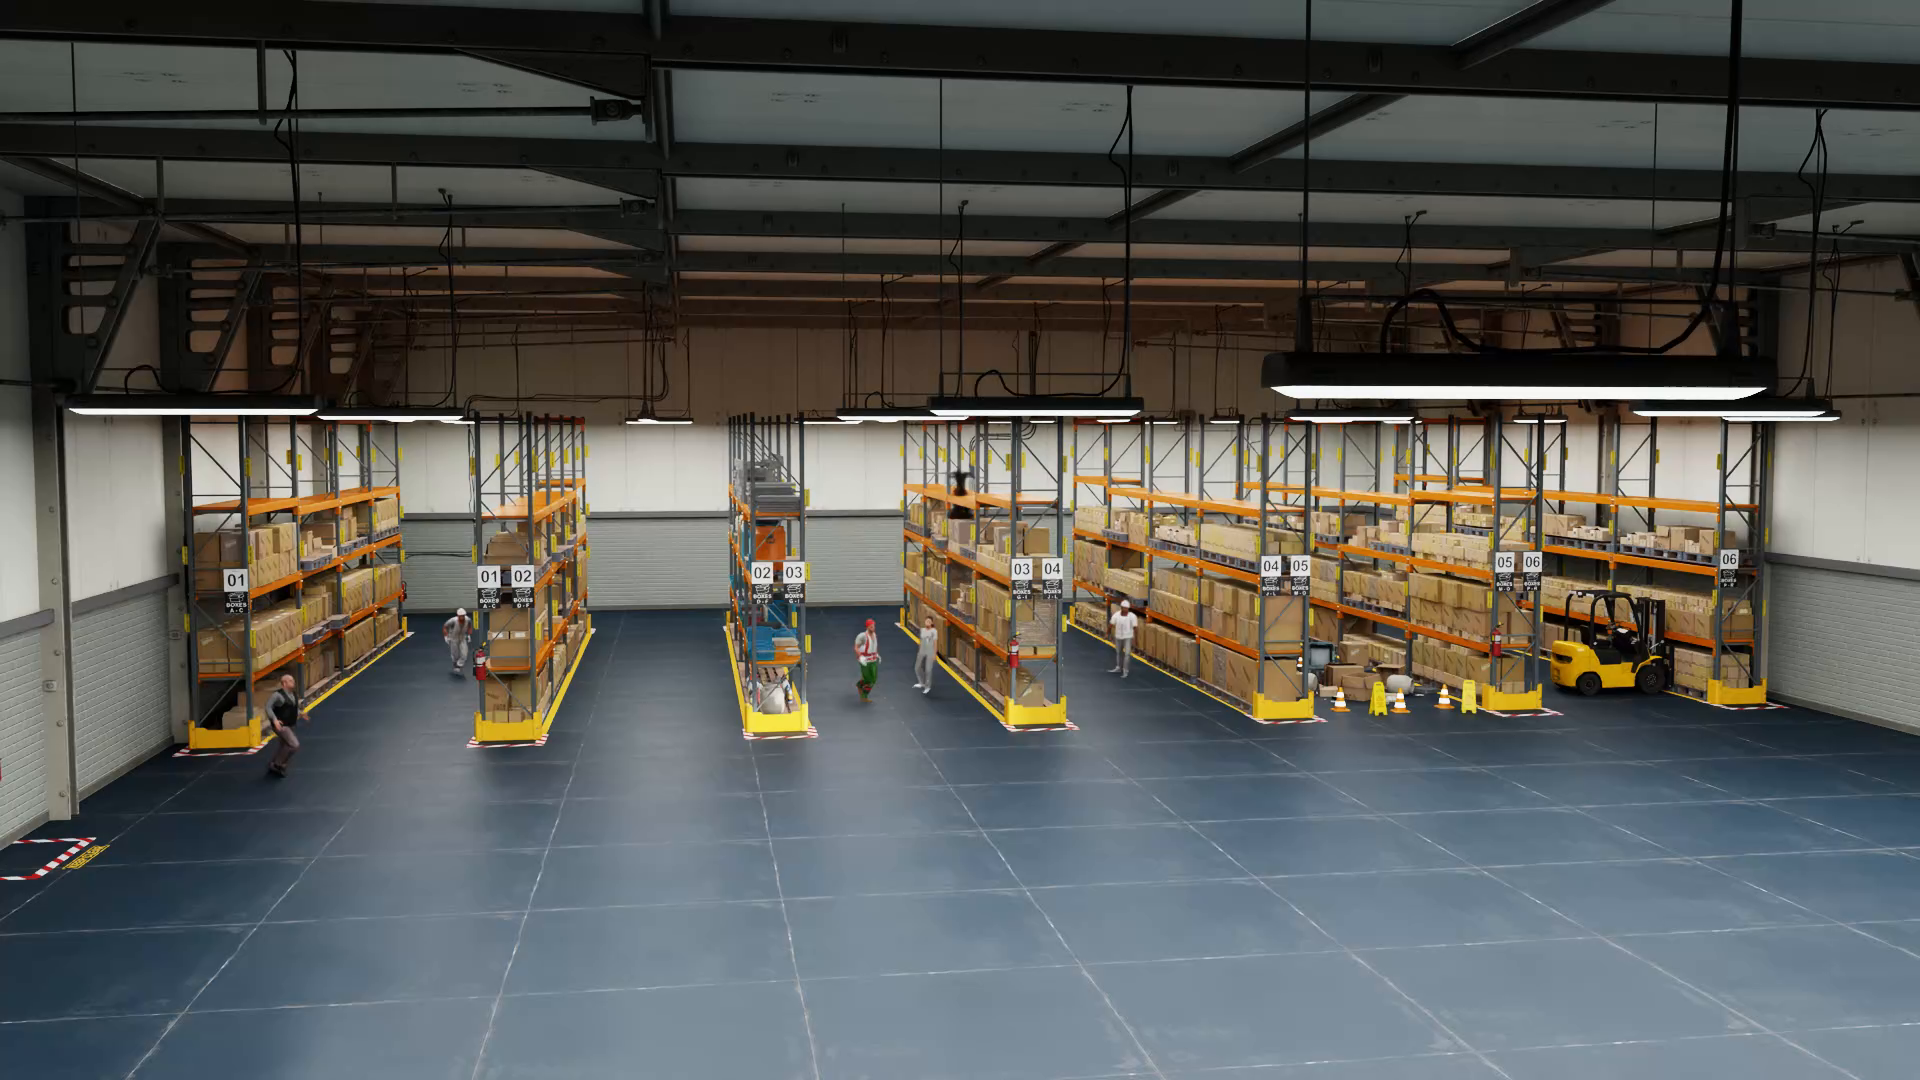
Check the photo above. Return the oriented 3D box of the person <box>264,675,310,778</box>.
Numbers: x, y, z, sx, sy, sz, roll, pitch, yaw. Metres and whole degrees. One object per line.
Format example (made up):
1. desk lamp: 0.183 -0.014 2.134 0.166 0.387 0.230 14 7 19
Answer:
1. person: -11.017 3.037 27.117 0.752 1.687 0.616 1 4 11

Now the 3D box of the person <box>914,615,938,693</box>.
1. person: -0.719 2.465 35.874 0.571 1.696 0.461 2 4 23

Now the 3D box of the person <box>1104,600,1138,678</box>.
1. person: 3.715 2.255 38.227 0.758 1.760 0.767 2 4 25

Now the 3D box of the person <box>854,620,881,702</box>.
1. person: -1.974 2.509 34.672 0.651 1.725 0.583 -3 5 -40

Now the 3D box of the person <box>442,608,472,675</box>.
1. person: -11.595 2.335 38.331 0.674 1.581 0.993 -2 5 -31
